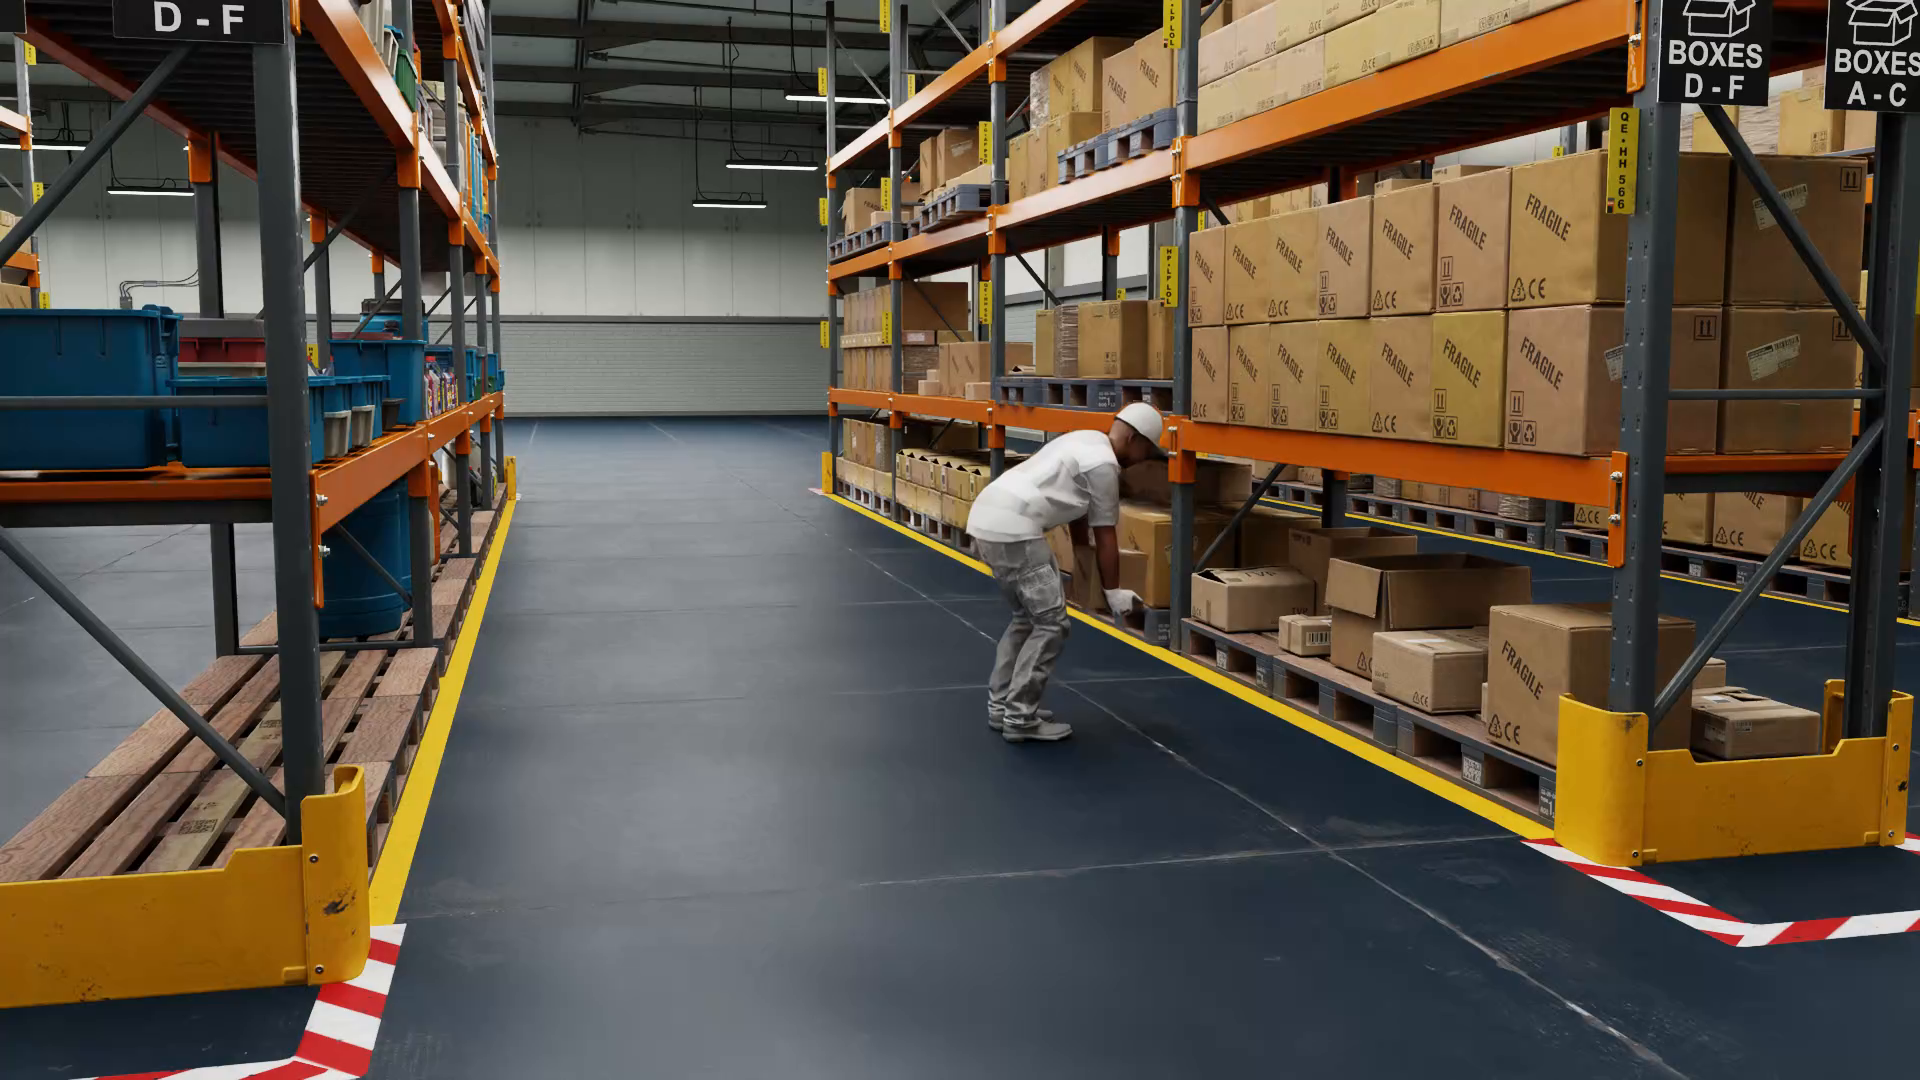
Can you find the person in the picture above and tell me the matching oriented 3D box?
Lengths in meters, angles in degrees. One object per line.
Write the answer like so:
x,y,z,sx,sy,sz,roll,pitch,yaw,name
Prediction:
0.469,0.123,7.267,0.876,1.437,0.498,-2,6,-15,person
